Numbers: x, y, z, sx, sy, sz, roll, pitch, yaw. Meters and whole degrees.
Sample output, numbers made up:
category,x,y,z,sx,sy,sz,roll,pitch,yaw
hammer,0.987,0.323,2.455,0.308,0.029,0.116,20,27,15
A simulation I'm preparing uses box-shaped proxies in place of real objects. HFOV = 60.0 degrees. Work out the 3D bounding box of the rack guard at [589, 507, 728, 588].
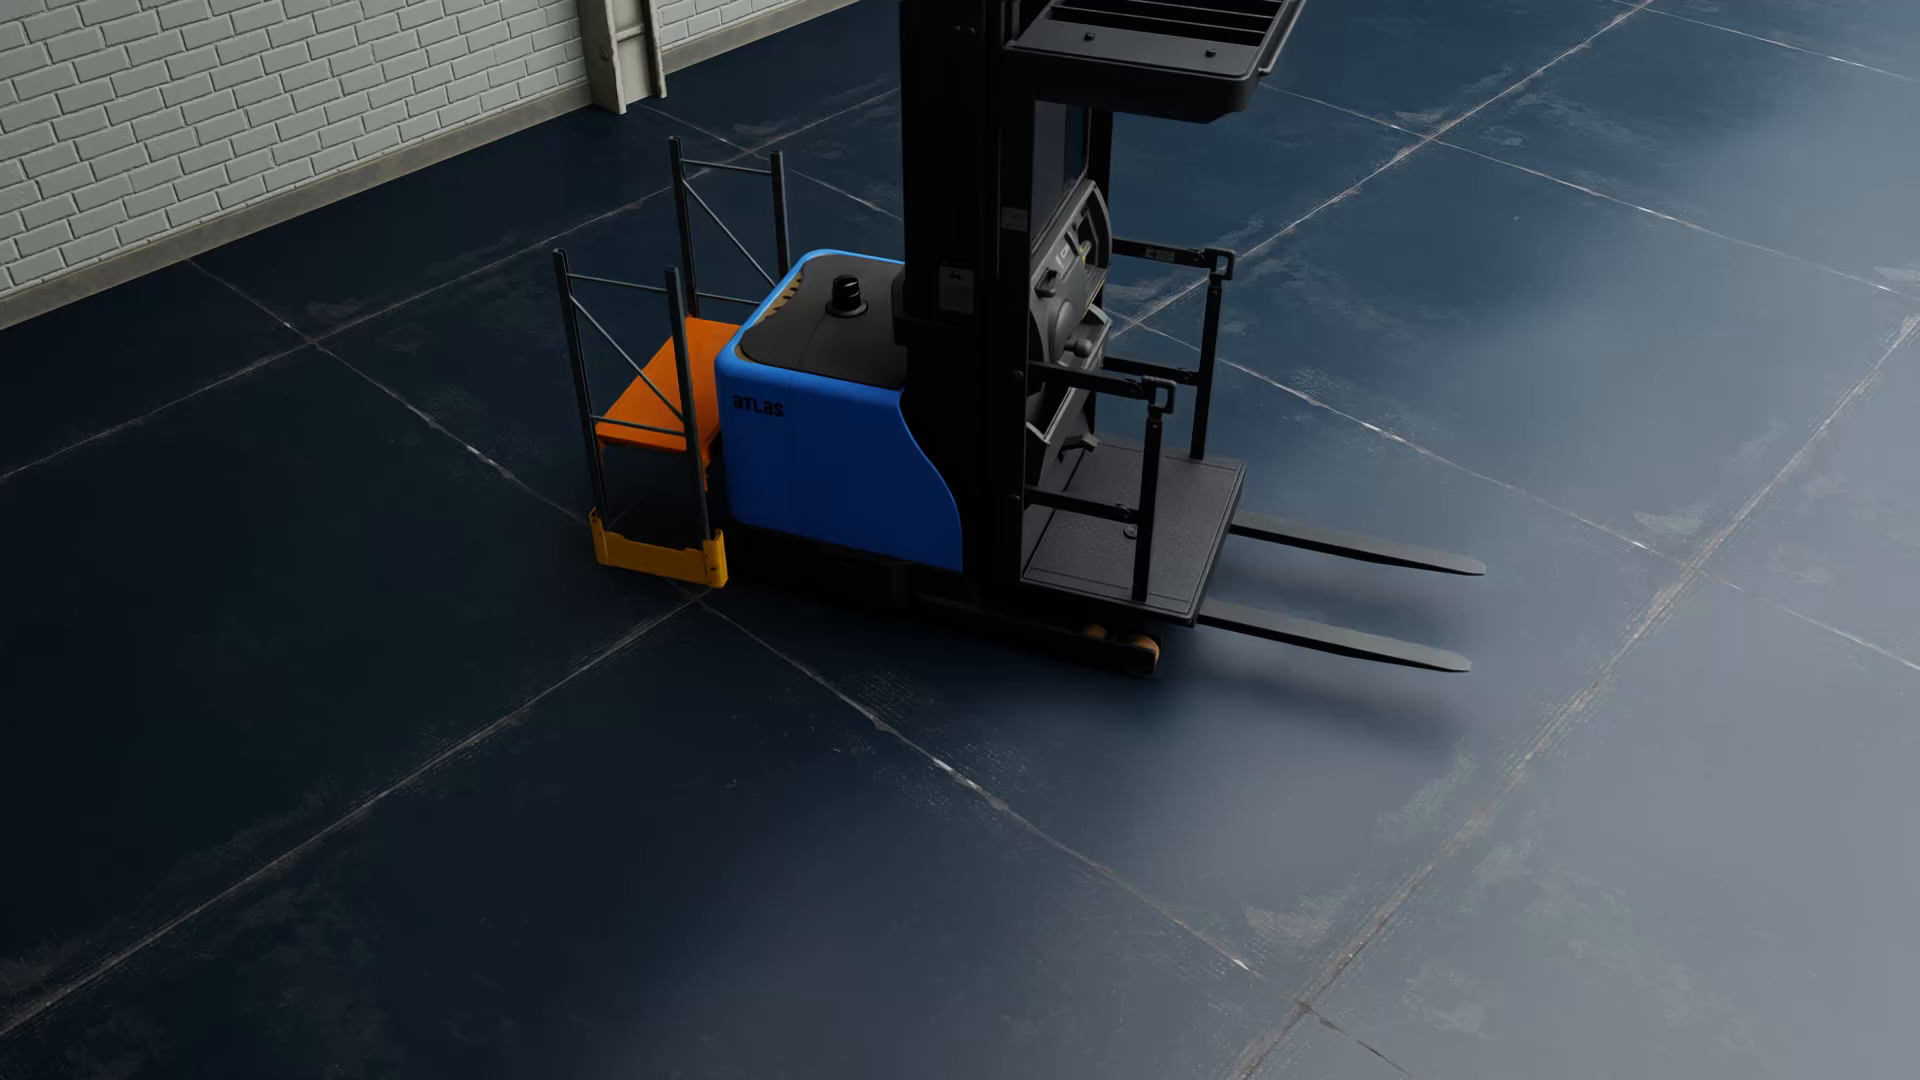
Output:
category,x,y,z,sx,sy,sz,roll,pitch,yaw
rack guard,-1.270,0.028,7.013,0.587,0.250,0.087,11,40,13

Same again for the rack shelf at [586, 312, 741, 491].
category,x,y,z,sx,sy,sz,roll,pitch,yaw
rack shelf,-1.126,-0.611,7.102,0.538,0.185,1.000,11,40,13

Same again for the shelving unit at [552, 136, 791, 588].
category,x,y,z,sx,sy,sz,roll,pitch,yaw
shelving unit,-1.123,-0.757,6.997,0.587,1.500,1.083,11,40,13

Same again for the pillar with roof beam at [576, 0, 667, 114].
category,x,y,z,sx,sy,sz,roll,pitch,yaw
pillar with roof beam,1.011,-4.605,5.811,9.100,9.000,0.400,30,47,32

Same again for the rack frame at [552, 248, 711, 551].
category,x,y,z,sx,sy,sz,roll,pitch,yaw
rack frame,-1.276,-0.449,6.610,0.500,1.500,0.032,11,40,13

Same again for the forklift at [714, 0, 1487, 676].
category,x,y,z,sx,sy,sz,roll,pitch,yaw
forklift,0.602,-0.984,6.132,3.031,2.935,1.130,12,40,15

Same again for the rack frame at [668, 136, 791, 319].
category,x,y,z,sx,sy,sz,roll,pitch,yaw
rack frame,-0.976,-1.054,7.370,0.500,1.500,0.032,11,40,13
